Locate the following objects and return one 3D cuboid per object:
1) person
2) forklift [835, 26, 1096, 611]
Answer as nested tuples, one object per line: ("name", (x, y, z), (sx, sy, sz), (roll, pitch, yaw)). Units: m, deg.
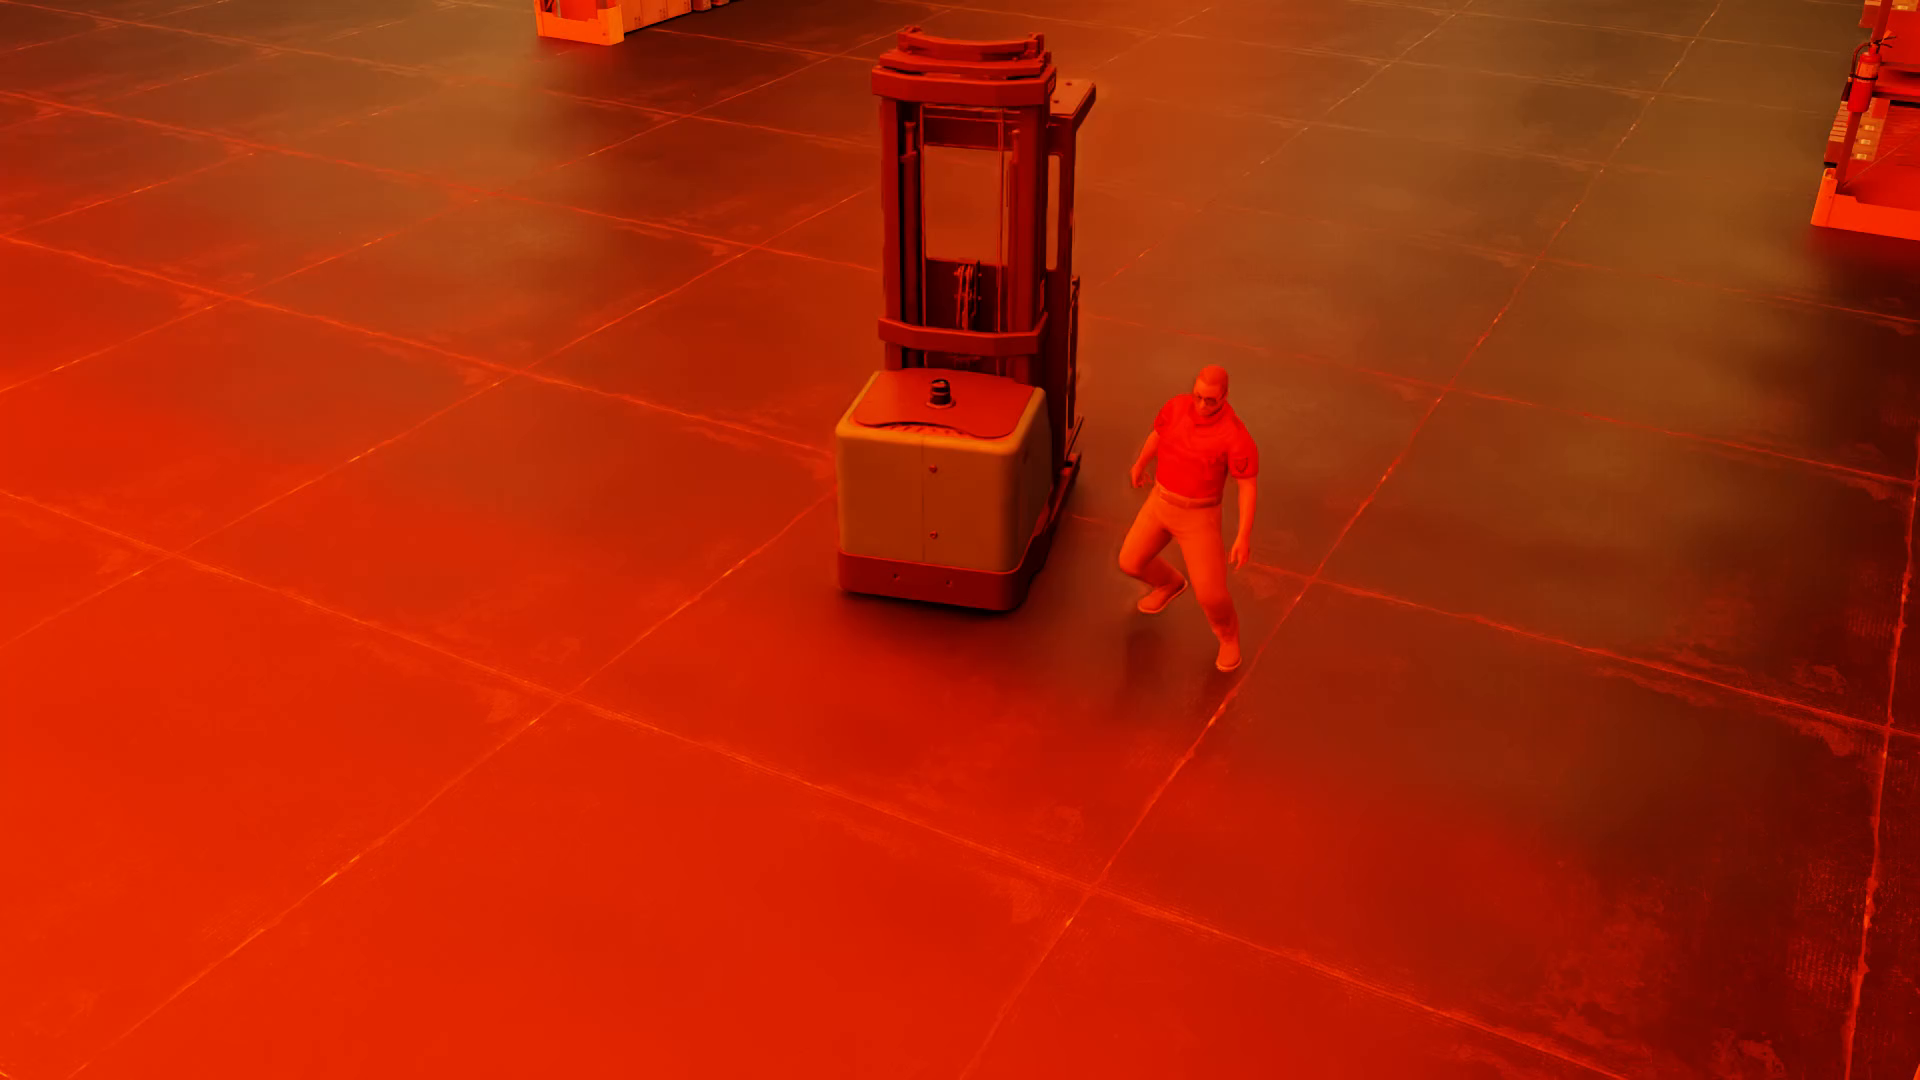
("person", (1.193, -0.188, 8.704), (0.506, 1.647, 0.910), (-24, 37, -35))
("forklift", (0.156, -1.602, 9.846), (1.130, 2.935, 3.031), (7, 31, 12))
